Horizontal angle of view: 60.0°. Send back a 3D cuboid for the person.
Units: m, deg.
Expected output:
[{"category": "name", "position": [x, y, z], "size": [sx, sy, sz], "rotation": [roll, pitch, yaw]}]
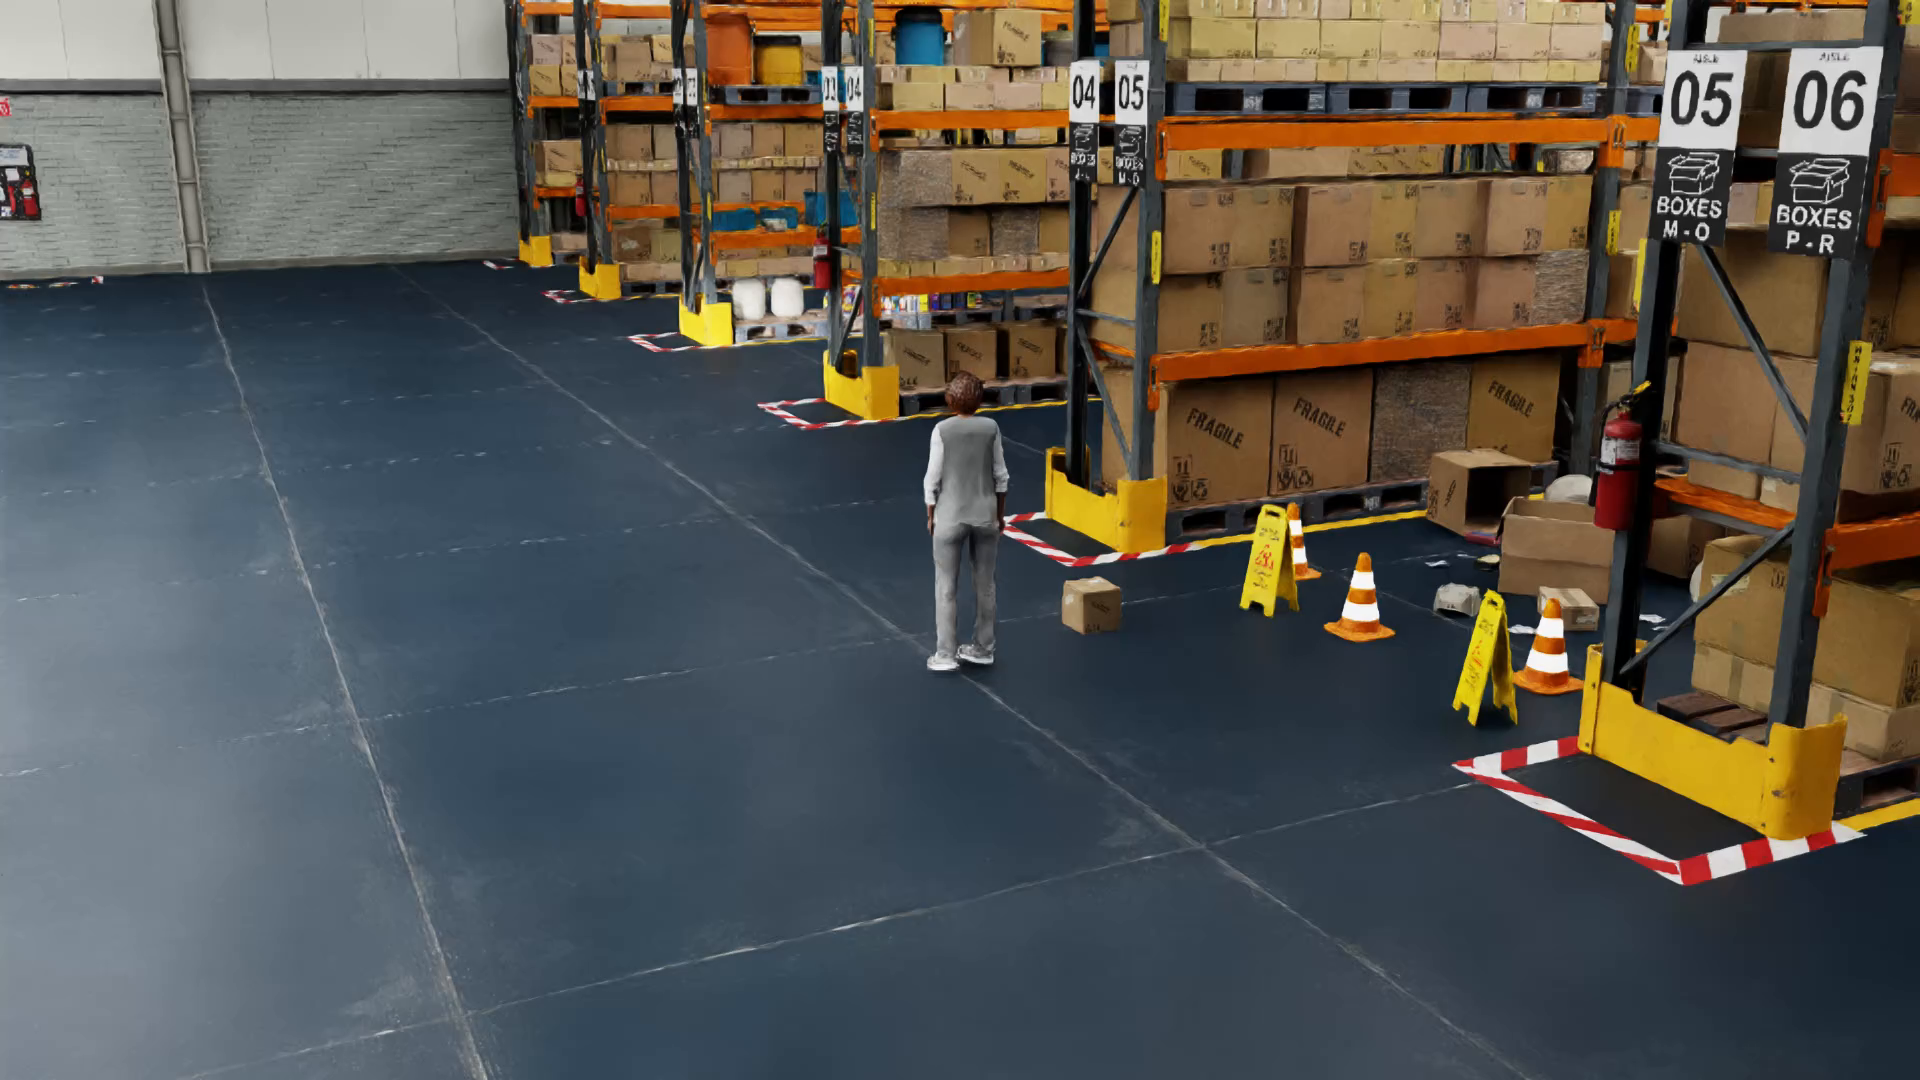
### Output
[{"category": "person", "position": [0.027, -0.083, 8.808], "size": [0.460, 1.632, 0.363], "rotation": [-4, 16, -13]}]
